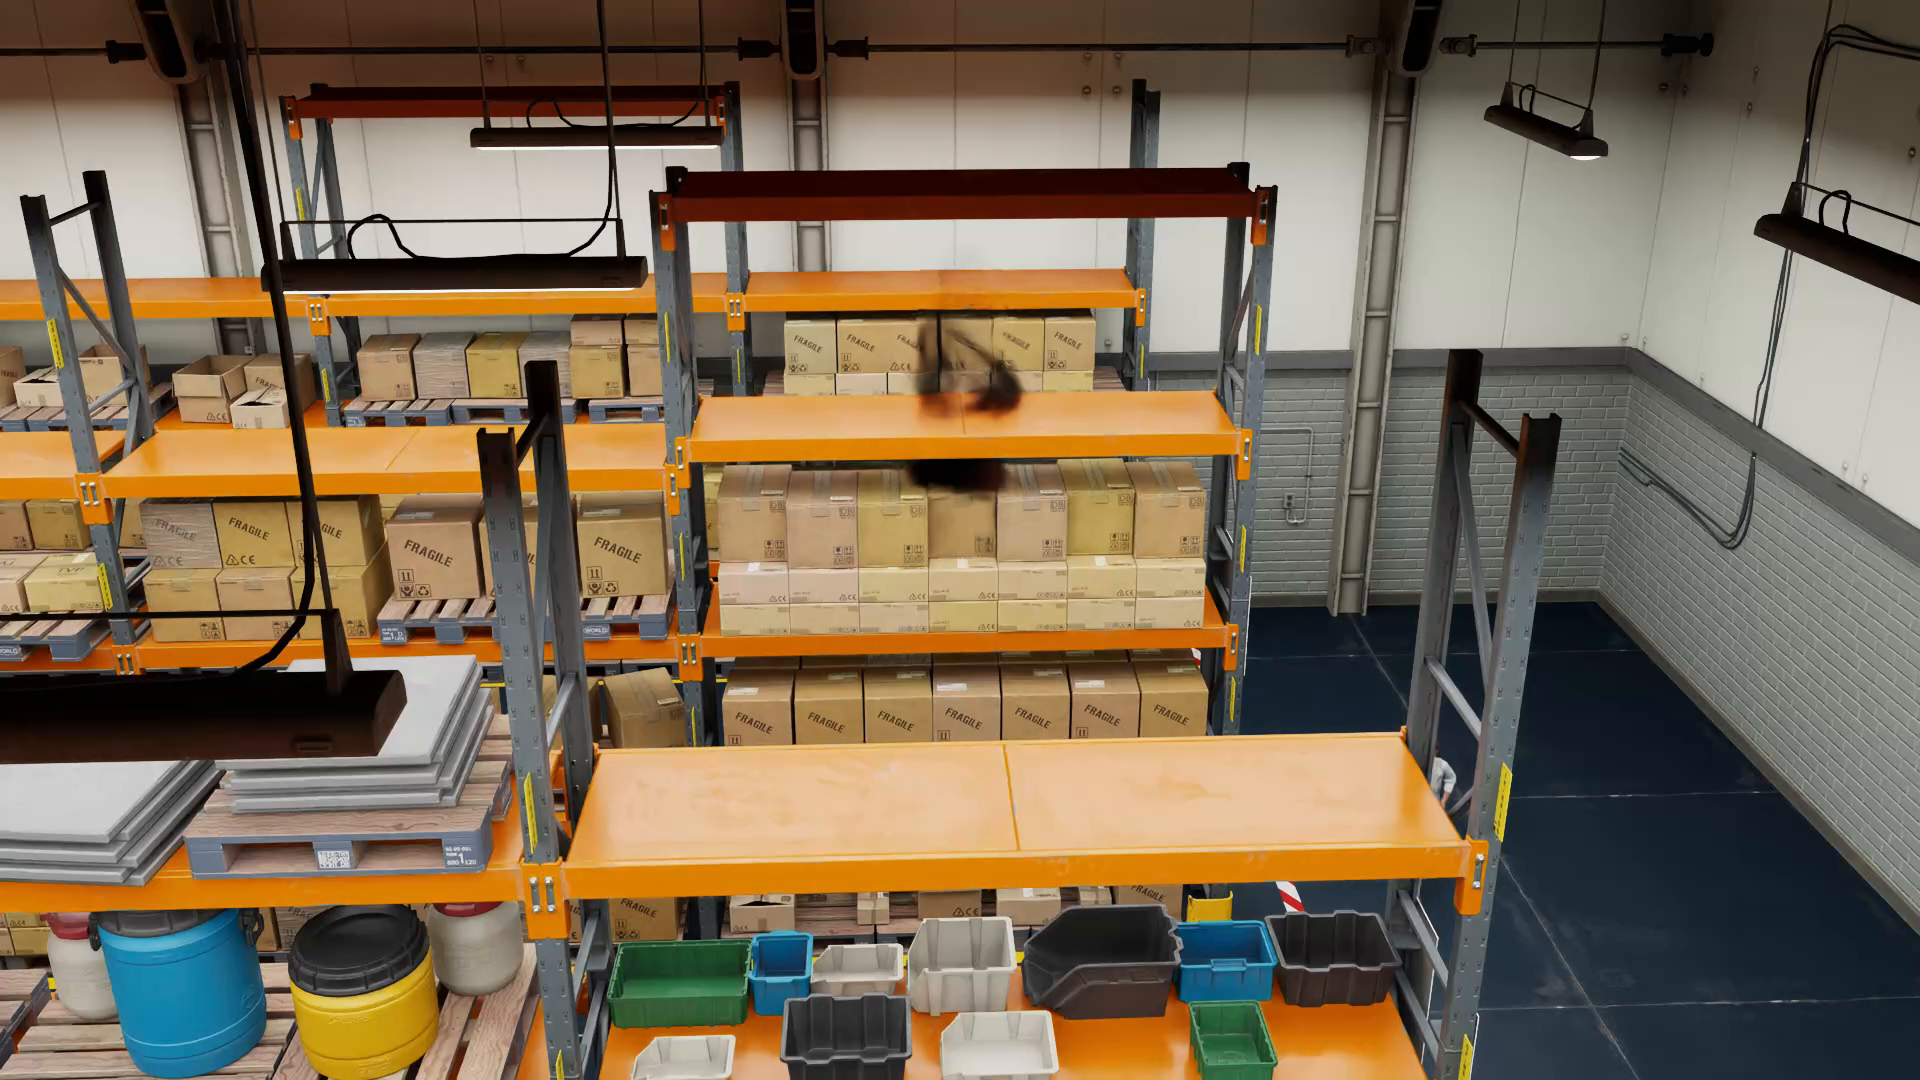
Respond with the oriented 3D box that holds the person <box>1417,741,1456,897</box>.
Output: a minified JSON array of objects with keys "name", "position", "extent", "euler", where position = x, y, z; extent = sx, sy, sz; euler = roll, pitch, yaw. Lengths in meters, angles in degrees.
[{"name":"person","position":[3.700,2.265,13.504],"extent":[0.510,1.581,1.031],"euler":[11,24,25]}]
